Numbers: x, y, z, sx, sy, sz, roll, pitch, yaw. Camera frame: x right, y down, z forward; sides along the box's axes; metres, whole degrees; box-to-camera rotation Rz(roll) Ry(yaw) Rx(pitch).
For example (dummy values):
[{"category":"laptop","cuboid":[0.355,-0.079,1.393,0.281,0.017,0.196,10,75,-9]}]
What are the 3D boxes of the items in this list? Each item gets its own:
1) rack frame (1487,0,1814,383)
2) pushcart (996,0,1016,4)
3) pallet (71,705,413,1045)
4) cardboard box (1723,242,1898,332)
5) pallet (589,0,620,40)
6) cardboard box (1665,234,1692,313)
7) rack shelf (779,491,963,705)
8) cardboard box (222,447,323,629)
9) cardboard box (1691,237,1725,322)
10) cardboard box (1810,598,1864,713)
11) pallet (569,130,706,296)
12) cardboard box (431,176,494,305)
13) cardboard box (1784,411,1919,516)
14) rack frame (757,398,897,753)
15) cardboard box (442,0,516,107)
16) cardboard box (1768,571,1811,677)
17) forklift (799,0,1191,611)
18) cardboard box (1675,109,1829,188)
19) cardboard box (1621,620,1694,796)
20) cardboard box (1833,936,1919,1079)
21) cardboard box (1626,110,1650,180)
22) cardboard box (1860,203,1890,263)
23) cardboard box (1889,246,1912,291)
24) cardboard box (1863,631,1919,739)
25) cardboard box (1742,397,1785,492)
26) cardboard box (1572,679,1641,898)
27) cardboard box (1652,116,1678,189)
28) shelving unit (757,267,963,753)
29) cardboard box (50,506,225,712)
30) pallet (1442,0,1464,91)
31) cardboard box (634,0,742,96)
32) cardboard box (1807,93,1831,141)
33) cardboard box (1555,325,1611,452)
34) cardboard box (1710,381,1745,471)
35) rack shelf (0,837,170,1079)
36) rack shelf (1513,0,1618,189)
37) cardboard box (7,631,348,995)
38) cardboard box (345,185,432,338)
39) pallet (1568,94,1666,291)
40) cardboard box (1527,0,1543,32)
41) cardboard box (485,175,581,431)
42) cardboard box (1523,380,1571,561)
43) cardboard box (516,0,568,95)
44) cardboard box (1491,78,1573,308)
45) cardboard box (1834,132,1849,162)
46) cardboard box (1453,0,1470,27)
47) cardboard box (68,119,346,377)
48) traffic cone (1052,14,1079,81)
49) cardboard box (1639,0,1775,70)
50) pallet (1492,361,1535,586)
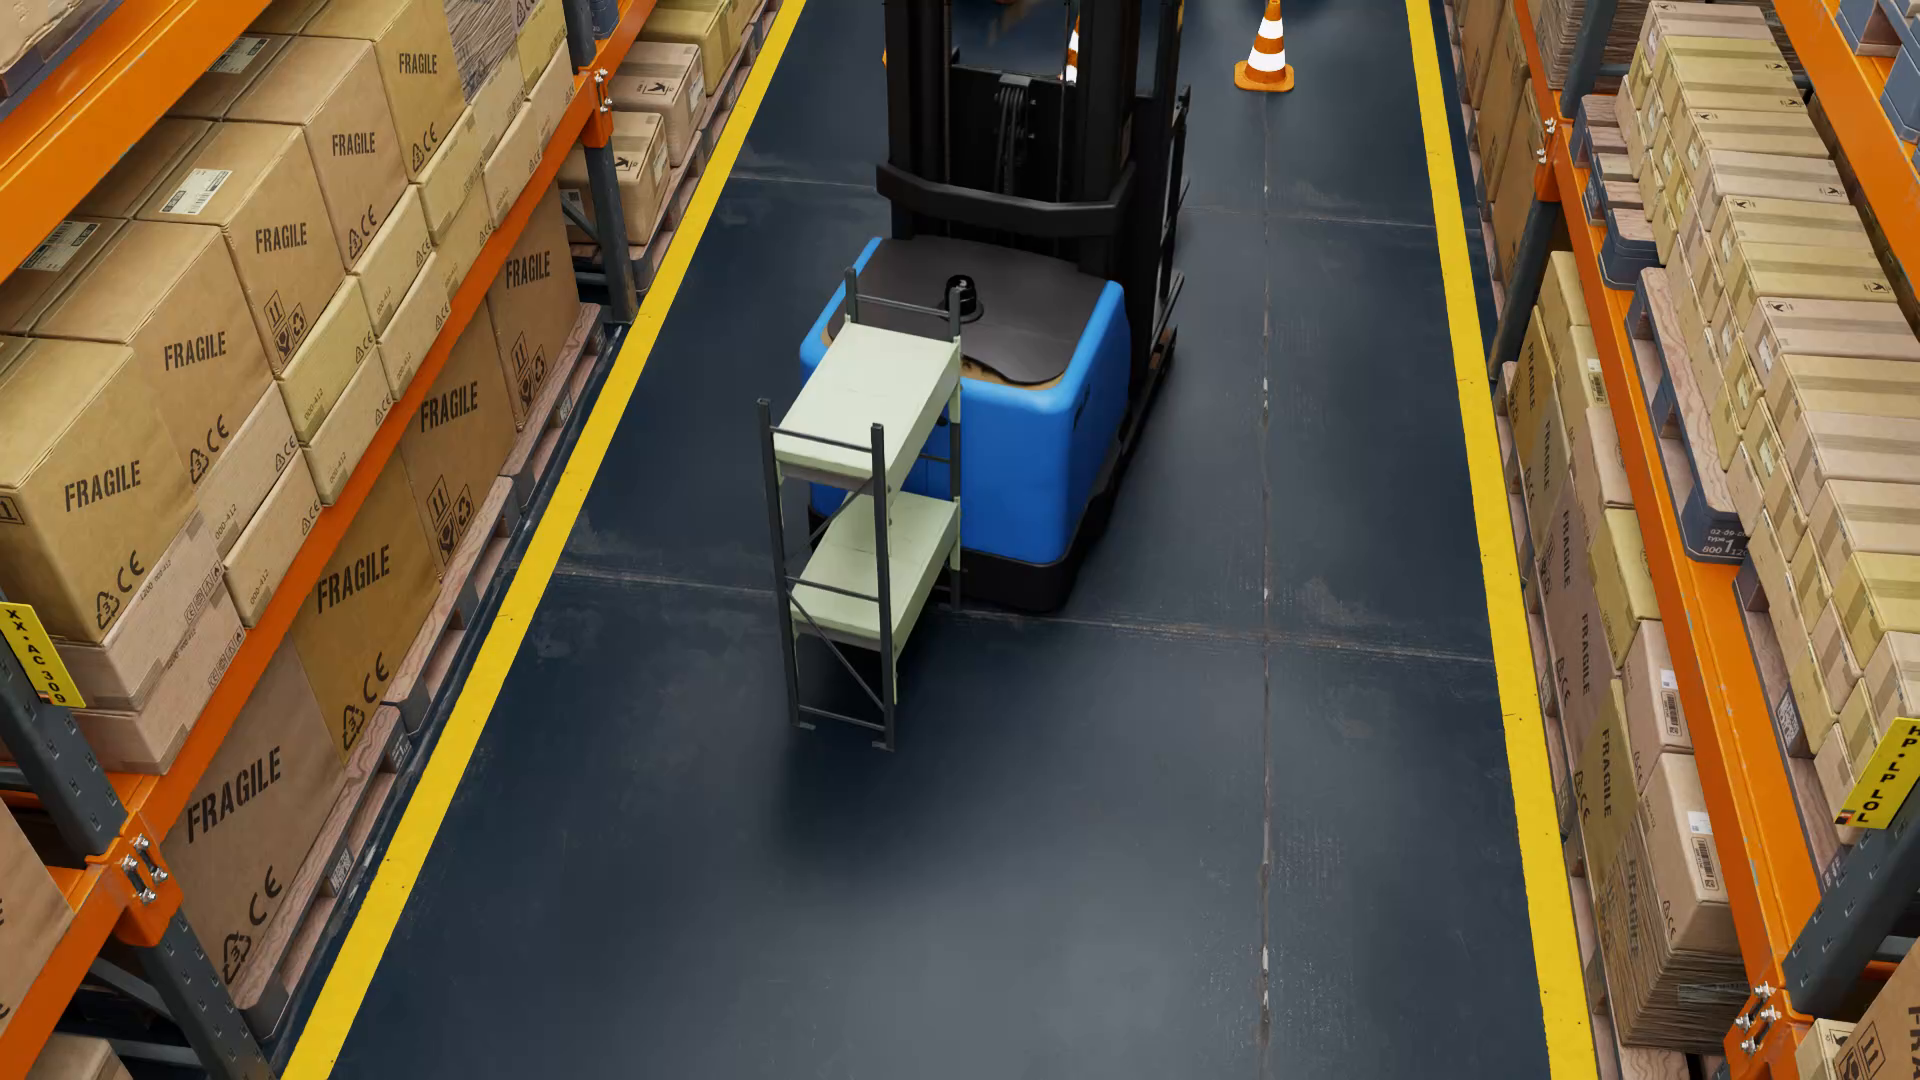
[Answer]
[{"category":"rack frame","cuboid":[2.893,-1.799,6.469,1.000,3.000,0.127,5,44,6]},{"category":"pushcart","cuboid":[0.768,-3.781,10.469,1.648,0.377,0.936,-9,44,-9]},{"category":"pallet","cuboid":[-2.529,1.025,5.513,1.003,0.211,1.213,5,44,6]},{"category":"cardboard box","cuboid":[2.431,-0.714,4.767,0.380,0.149,0.250,5,44,5]},{"category":"pallet","cuboid":[-2.038,-2.606,7.460,1.213,0.211,1.003,5,44,6]},{"category":"cardboard box","cuboid":[2.496,-0.842,5.334,0.380,0.149,0.250,7,44,7]},{"category":"rack shelf","cuboid":[-0.305,0.163,5.961,0.431,0.370,0.720,13,45,13]},{"category":"cardboard box","cuboid":[-2.169,-0.029,4.708,0.500,0.250,0.500,4,44,4]},{"category":"cardboard box","cuboid":[2.461,-0.780,5.053,0.380,0.149,0.250,5,44,5]},{"category":"cardboard box","cuboid":[2.255,0.289,3.924,0.380,0.149,0.250,6,44,6]},{"category":"pallet","cuboid":[-1.922,-1.700,8.392,1.003,0.211,1.213,5,44,6]},{"category":"cardboard box","cuboid":[-1.971,-1.066,5.804,0.500,0.250,0.500,5,44,5]},{"category":"cardboard box","cuboid":[2.329,-0.180,4.203,0.380,0.149,0.250,5,44,5]},{"category":"rack frame","cuboid":[-0.420,0.165,5.485,0.400,1.500,0.023,13,45,13]},{"category":"cardboard box","cuboid":[-1.896,-1.853,5.726,0.500,0.500,0.500,6,44,6]},{"category":"cardboard box","cuboid":[2.289,0.230,4.203,0.380,0.149,0.250,5,44,5]},{"category":"forklift","cuboid":[0.353,-1.822,6.542,1.130,2.935,3.031,13,45,13]},{"category":"cardboard box","cuboid":[2.534,-1.249,5.332,0.380,0.149,0.250,4,44,4]},{"category":"cardboard box","cuboid":[2.293,0.530,4.976,0.500,0.250,0.500,7,44,7]},{"category":"cardboard box","cuboid":[2.049,1.097,3.121,0.500,0.500,0.500,5,44,5]},{"category":"cardboard box","cuboid":[2.598,-1.391,5.915,0.380,0.149,0.250,7,44,8]},{"category":"cardboard box","cuboid":[3.178,-0.969,5.469,0.380,0.149,0.250,5,44,5]},{"category":"cardboard box","cuboid":[3.144,-0.889,5.168,0.380,0.149,0.250,5,44,5]},{"category":"cardboard box","cuboid":[2.224,0.358,3.635,0.380,0.149,0.250,7,44,7]},{"category":"cardboard box","cuboid":[2.358,-0.244,4.487,0.380,0.149,0.250,3,44,3]},{"category":"cardboard box","cuboid":[2.280,0.805,5.231,0.500,0.500,0.500,4,44,5]},{"category":"cardboard box","cuboid":[2.564,-1.290,5.592,0.380,0.149,0.250,4,44,4]},{"category":"shelving unit","cuboid":[-0.305,-0.074,5.737,0.431,1.500,0.755,13,45,13]},{"category":"cardboard box","cuboid":[-2.218,0.144,4.161,0.500,0.250,0.500,4,44,4]},{"category":"pallet","cuboid":[3.394,-2.980,9.744,1.003,0.211,1.213,5,44,6]},{"category":"cardboard box","cuboid":[-1.747,-2.783,9.113,0.950,0.372,0.625,7,44,7]},{"category":"cardboard box","cuboid":[3.283,-1.483,6.011,0.380,0.149,0.250,6,44,6]},{"category":"cardboard box","cuboid":[2.495,-0.523,6.088,0.500,0.250,0.500,5,44,5]},{"category":"cardboard box","cuboid":[2.389,-0.311,4.774,0.380,0.149,0.250,7,44,7]},{"category":"rack shelf","cuboid":[-2.820,2.170,2.800,1.077,0.370,4.000,5,44,6]},{"category":"rack shelf","cuboid":[3.157,-2.901,8.156,1.077,0.370,4.000,5,44,6]},{"category":"cardboard box","cuboid":[-2.553,0.735,5.032,0.875,0.875,0.875,6,44,7]},{"category":"cardboard box","cuboid":[-2.019,-0.900,5.264,0.500,0.250,0.500,4,44,4]},{"category":"pallet","cuboid":[2.904,-1.234,6.011,1.213,0.211,1.003,5,44,6]},{"category":"cardboard box","cuboid":[2.754,-2.507,7.143,0.500,0.500,0.500,5,44,6]},{"category":"cardboard box","cuboid":[-2.201,-1.098,6.968,0.875,0.875,0.875,5,44,5]},{"category":"cardboard box","cuboid":[2.483,-0.242,6.337,0.500,0.500,0.500,6,44,6]},{"category":"cardboard box","cuboid":[-1.839,-1.954,6.378,0.500,0.250,0.500,5,44,5]},{"category":"cardboard box","cuboid":[3.063,-1.542,7.527,1.050,0.750,0.750,5,44,5]},{"category":"cardboard box","cuboid":[3.245,-1.408,5.717,0.380,0.149,0.250,7,44,7]},{"category":"cardboard box","cuboid":[3.429,-3.430,9.521,1.050,0.750,0.750,5,44,5]},{"category":"cardboard box","cuboid":[-2.104,-0.818,4.633,0.500,0.500,0.500,4,44,4]},{"category":"traffic cone","cuboid":[0.678,-2.724,9.291,0.336,0.463,0.334,5,44,6]},{"category":"cardboard box","cuboid":[2.639,-1.776,5.889,0.380,0.149,0.250,5,44,6]},{"category":"pallet","cuboid":[2.788,-0.254,6.865,1.003,0.211,1.213,5,44,6]}]
